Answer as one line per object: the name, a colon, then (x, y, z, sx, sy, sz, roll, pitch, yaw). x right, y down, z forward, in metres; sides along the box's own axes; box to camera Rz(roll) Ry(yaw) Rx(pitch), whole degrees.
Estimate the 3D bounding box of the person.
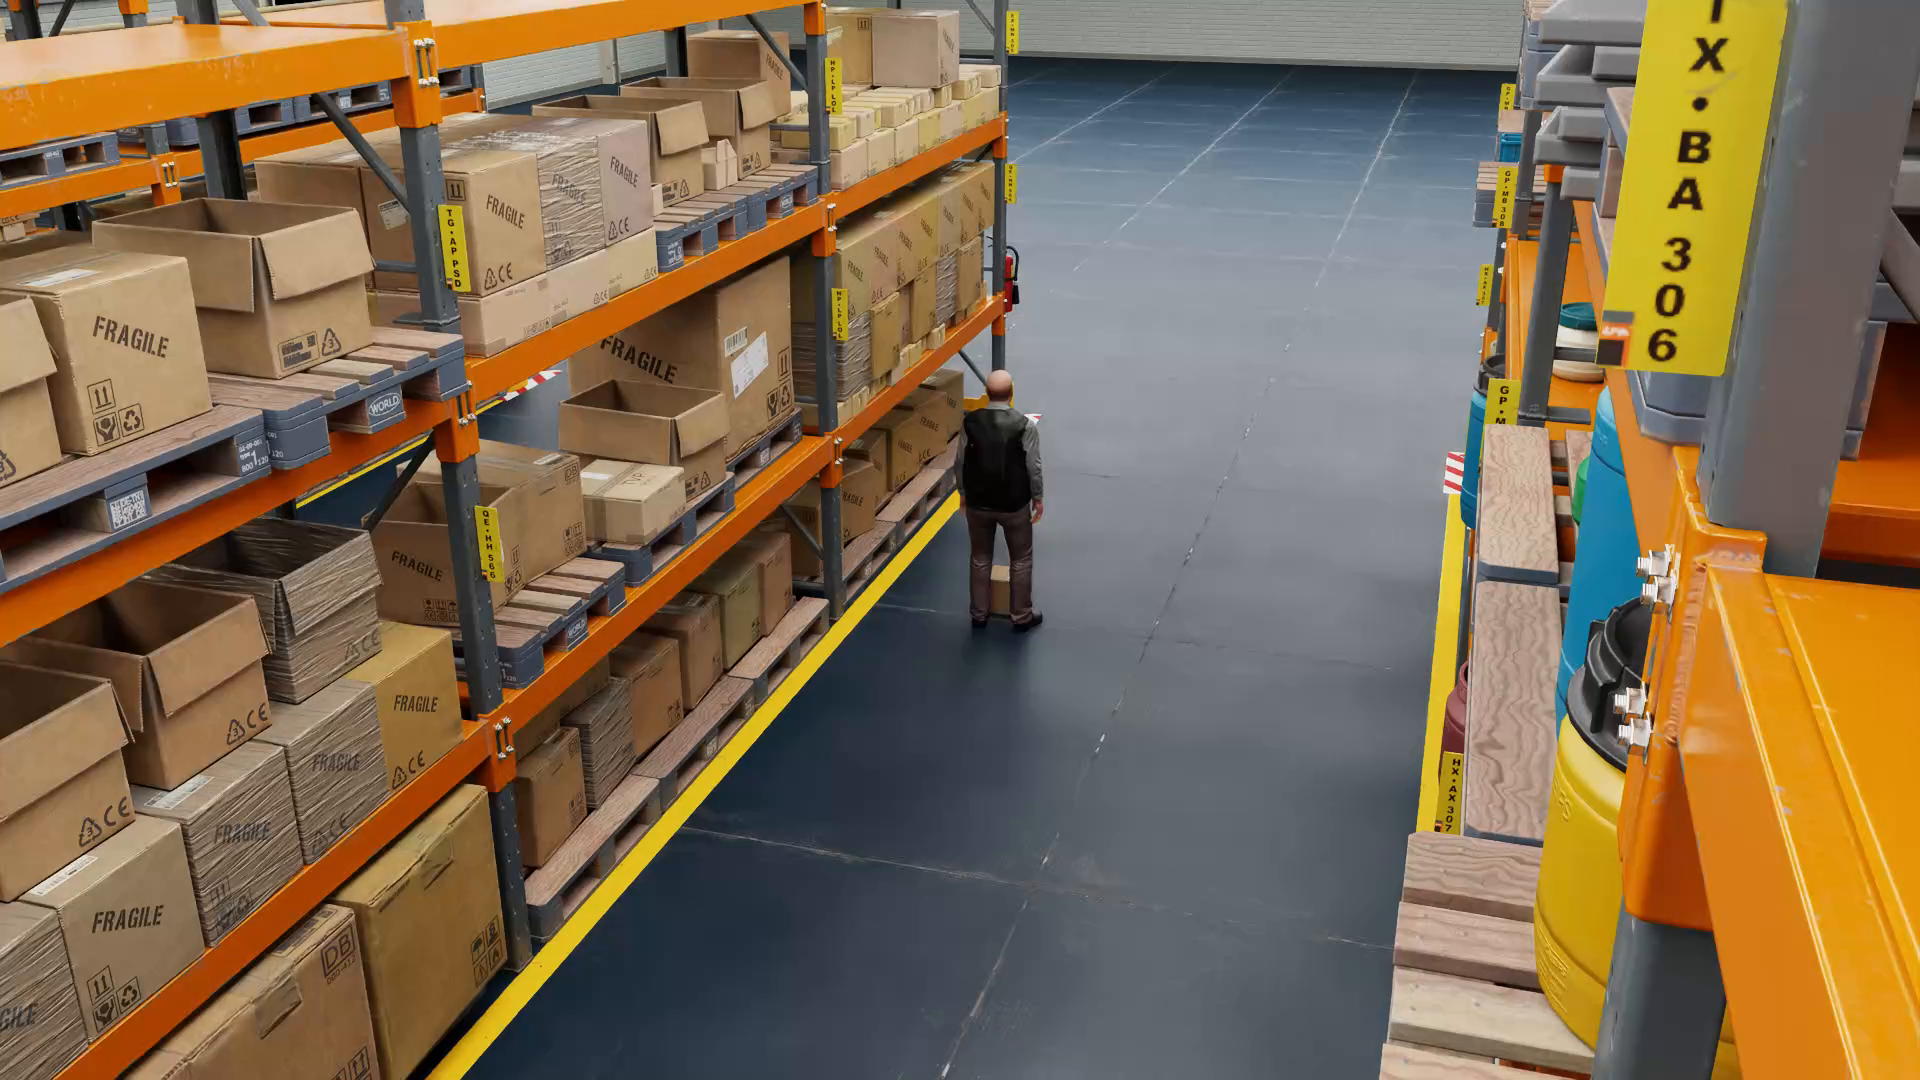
person: (0.249, -0.238, 10.716, 0.578, 1.720, 0.419, 6, 23, 15)
